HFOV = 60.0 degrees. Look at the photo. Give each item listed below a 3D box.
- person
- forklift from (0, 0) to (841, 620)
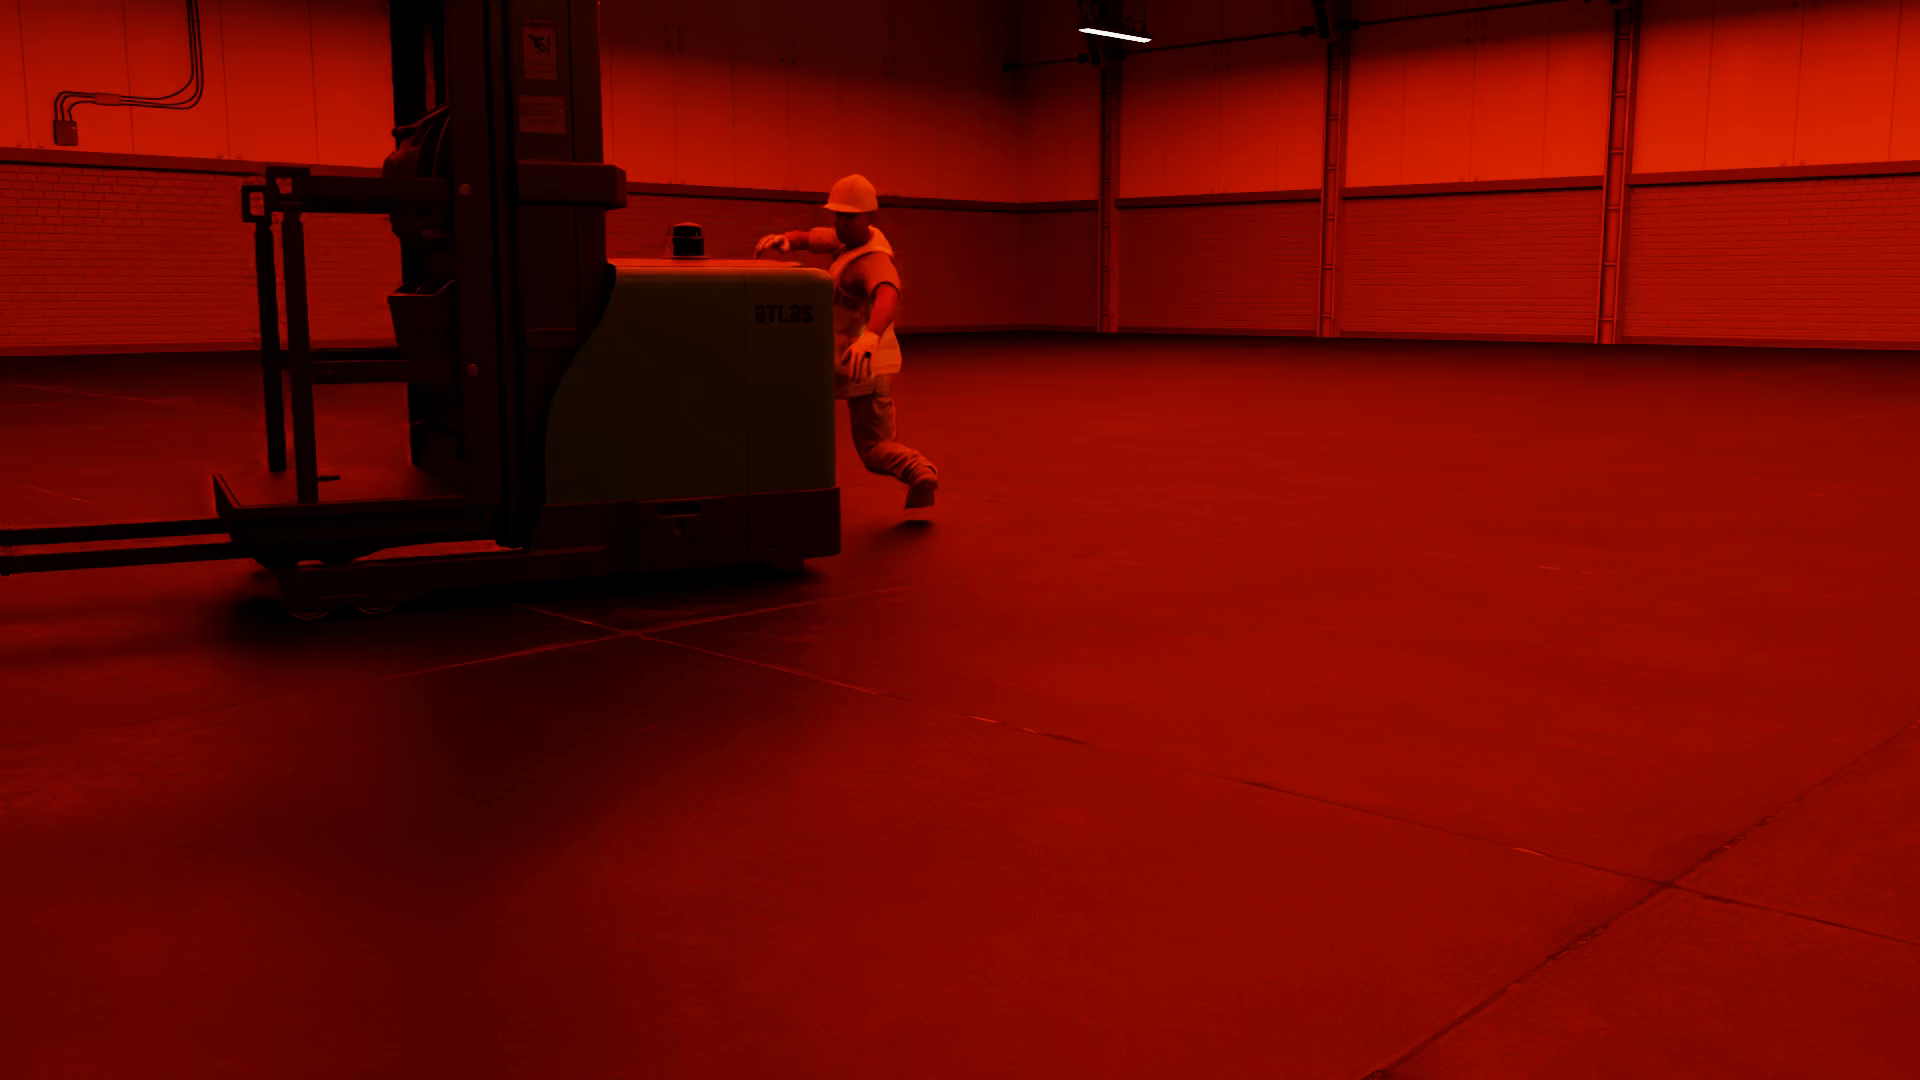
[{"bbox_3d":[-0.555,-0.823,7.246,0.993,1.513,0.843,5,10,29],"label":"person"},{"bbox_3d":[-1.976,-1.293,5.458,3.031,2.935,1.130,-4,10,-27],"label":"forklift"}]
